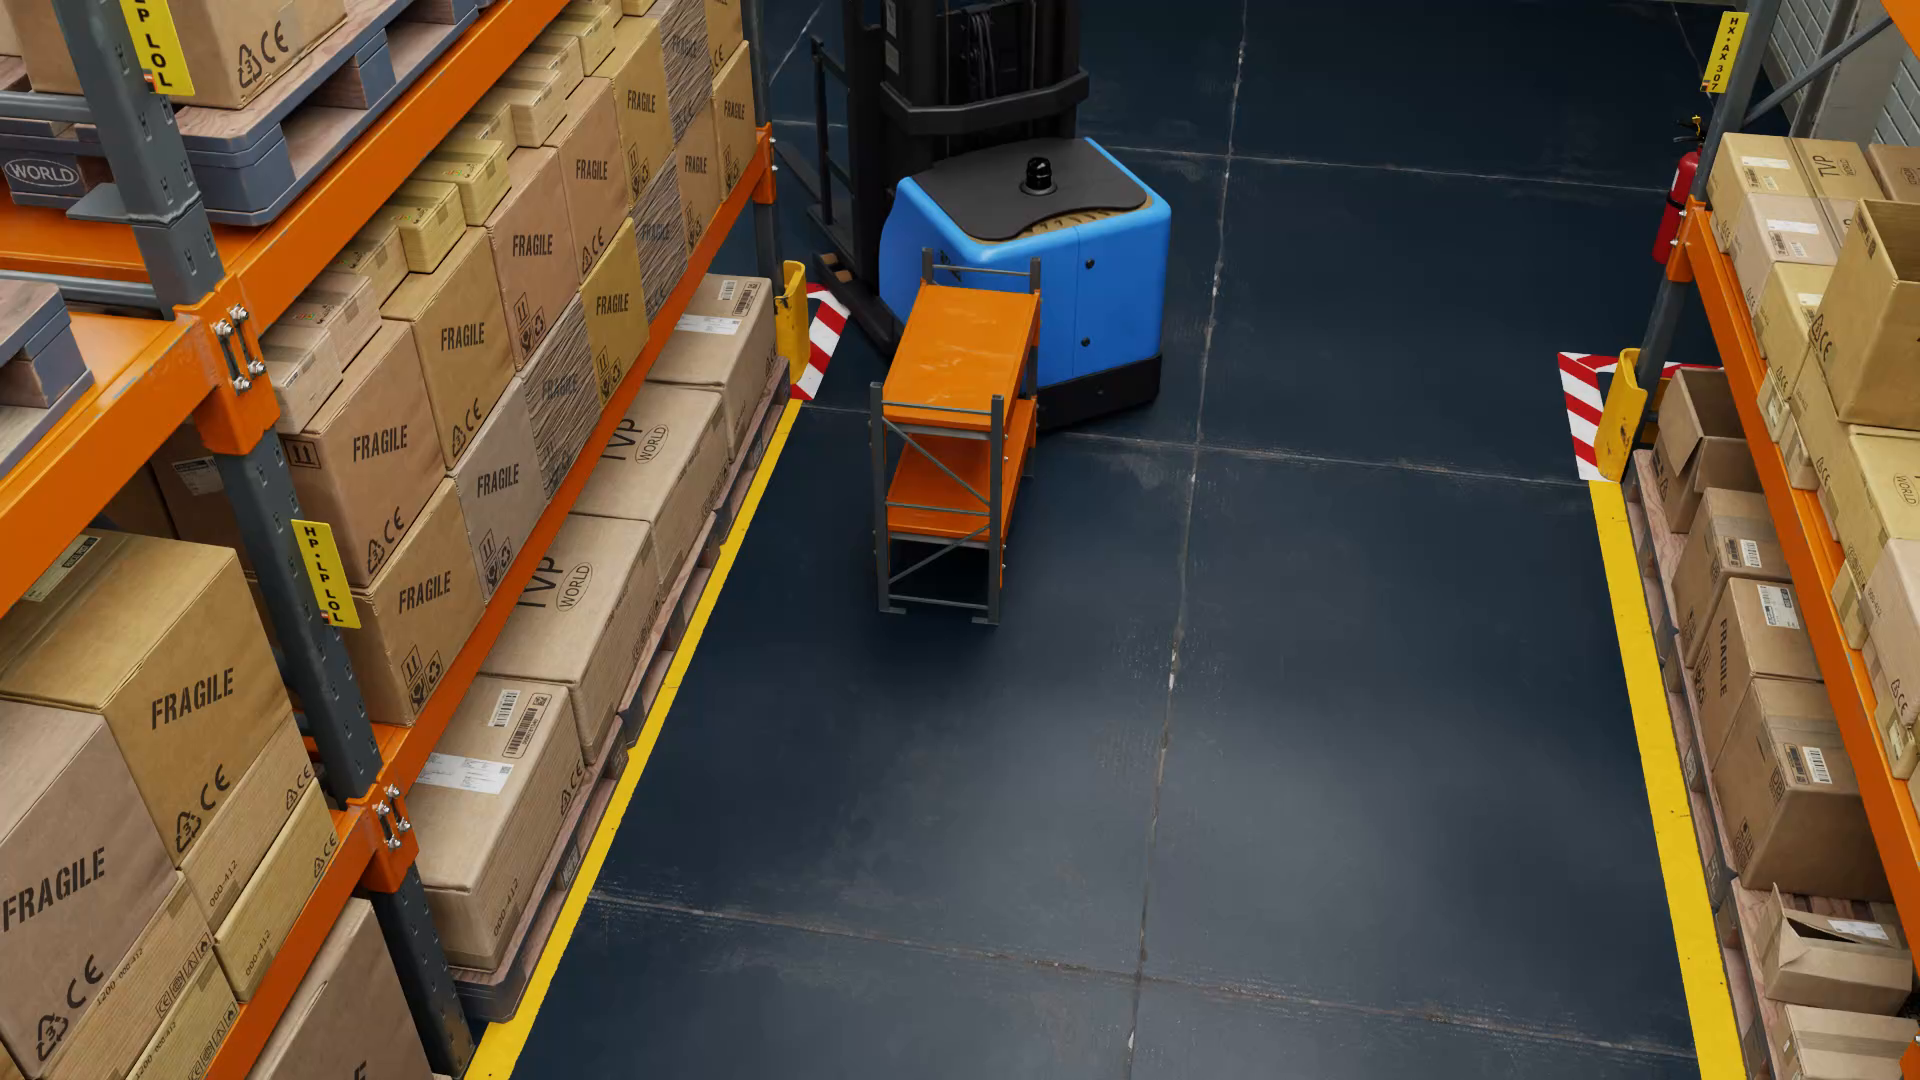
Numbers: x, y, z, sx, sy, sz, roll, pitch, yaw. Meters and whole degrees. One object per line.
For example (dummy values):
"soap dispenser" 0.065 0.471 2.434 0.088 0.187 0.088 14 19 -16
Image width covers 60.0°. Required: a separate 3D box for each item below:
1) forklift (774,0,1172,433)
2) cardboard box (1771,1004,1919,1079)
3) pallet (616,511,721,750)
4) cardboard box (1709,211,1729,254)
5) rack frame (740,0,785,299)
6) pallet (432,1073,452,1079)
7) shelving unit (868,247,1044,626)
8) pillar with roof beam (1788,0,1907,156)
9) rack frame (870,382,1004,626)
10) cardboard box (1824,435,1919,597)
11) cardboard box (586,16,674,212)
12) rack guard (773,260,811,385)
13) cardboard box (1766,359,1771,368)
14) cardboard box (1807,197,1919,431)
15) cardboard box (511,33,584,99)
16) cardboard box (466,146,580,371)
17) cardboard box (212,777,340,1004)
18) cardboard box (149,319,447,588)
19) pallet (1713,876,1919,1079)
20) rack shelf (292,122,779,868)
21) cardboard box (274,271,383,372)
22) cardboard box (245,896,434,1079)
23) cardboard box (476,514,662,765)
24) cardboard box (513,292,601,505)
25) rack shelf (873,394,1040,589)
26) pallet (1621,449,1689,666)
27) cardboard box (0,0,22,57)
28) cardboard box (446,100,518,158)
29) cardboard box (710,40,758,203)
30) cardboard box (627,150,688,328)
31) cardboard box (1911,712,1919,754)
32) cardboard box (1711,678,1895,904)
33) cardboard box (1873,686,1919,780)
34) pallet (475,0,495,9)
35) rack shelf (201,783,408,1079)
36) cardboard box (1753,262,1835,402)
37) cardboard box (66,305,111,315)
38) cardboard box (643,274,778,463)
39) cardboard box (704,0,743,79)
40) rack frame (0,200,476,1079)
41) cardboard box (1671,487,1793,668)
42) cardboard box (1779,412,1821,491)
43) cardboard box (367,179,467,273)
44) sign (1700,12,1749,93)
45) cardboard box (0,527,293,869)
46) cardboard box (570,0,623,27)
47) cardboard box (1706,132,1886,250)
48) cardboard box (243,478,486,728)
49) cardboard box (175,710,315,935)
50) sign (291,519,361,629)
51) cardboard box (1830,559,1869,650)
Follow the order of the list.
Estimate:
"forklift" -0.131 -2.495 7.967 1.130 2.935 3.031 -17 42 -19
"cardboard box" 2.654 1.546 4.934 0.380 0.149 0.250 5 40 6
"pallet" -1.625 0.284 6.741 1.003 0.211 1.213 6 40 8
"cardboard box" 3.212 -1.247 6.601 0.380 0.149 0.250 6 40 7
"rack frame" -1.350 -2.065 7.393 1.000 3.000 0.127 6 40 8
"pallet" -2.102 2.013 4.650 1.003 0.211 1.213 6 40 8
"shelving unit" 0.001 -0.438 6.897 0.538 1.125 1.048 6 40 8
"pillar with roof beam" 0.653 -5.899 7.323 9.100 9.000 0.400 6 40 8
"rack frame" -0.087 -0.119 6.511 0.500 1.125 0.032 6 40 8
"cardboard box" 2.866 -0.040 4.829 0.500 0.250 0.500 6 40 7
"cardboard box" -1.350 -1.518 5.869 0.500 0.500 0.500 6 40 7
"rack guard" -1.346 -1.116 8.208 1.175 0.500 0.348 6 40 8
"cardboard box" 3.058 -0.594 5.812 0.380 0.149 0.250 7 40 8
"cardboard box" 2.936 -0.669 5.001 0.500 0.500 0.500 7 40 9
"cardboard box" -1.446 -1.522 5.364 0.380 0.149 0.250 8 40 9
"cardboard box" -1.528 -0.887 5.106 0.500 0.500 0.500 7 40 9
"cardboard box" -1.872 0.813 4.031 0.500 0.250 0.500 5 40 7
"cardboard box" -1.722 -0.250 4.336 0.500 0.500 0.500 7 40 8
"pallet" 2.967 1.635 5.107 1.003 0.211 1.213 6 40 8
"rack shelf" -1.697 -0.532 6.104 1.077 0.370 4.000 6 40 8
"cardboard box" -1.704 -0.560 4.201 0.380 0.149 0.250 7 40 8
"cardboard box" -2.071 1.501 4.419 0.875 0.875 0.875 8 40 9
"cardboard box" -1.674 0.327 6.181 0.875 0.438 0.875 5 40 6
"cardboard box" -1.520 -0.485 5.404 0.500 0.500 0.500 7 40 8
"rack shelf" 0.001 -0.249 7.053 0.538 0.278 1.000 6 40 8
"pallet" 3.389 0.103 6.960 1.003 0.211 1.213 6 40 8
"cardboard box" -2.247 -1.295 3.806 0.396 0.266 0.258 8 40 9
"cardboard box" -1.561 -1.205 4.981 0.380 0.149 0.250 6 40 8
"cardboard box" -1.173 -1.771 6.960 0.500 0.500 0.500 7 40 8
"cardboard box" -1.354 -1.134 6.189 0.500 0.500 0.500 7 40 9
"cardboard box" 2.695 0.587 4.070 0.500 0.250 0.500 7 40 9
"cardboard box" 2.974 0.839 5.513 0.700 0.500 0.500 5 40 6
"cardboard box" 2.698 0.528 4.454 0.380 0.149 0.250 7 40 9
"pallet" -1.677 -1.952 4.972 1.003 0.211 1.213 6 40 8
"rack shelf" -2.389 1.978 3.068 1.077 0.370 4.000 6 40 8
"cardboard box" 3.024 -0.687 5.611 0.500 0.250 0.500 6 40 7
"cardboard box" -2.303 -0.457 4.076 0.380 0.149 0.250 6 40 7
"cardboard box" -1.366 -0.814 7.561 0.875 0.438 0.875 5 40 6
"cardboard box" -1.199 -2.160 6.645 0.500 0.500 0.500 8 40 9
"rack frame" -2.043 0.446 4.357 1.000 3.000 0.127 6 40 8
"cardboard box" 3.154 0.187 6.301 0.700 0.500 0.500 8 40 9
"cardboard box" 2.915 -0.276 5.427 0.380 0.149 0.250 7 40 9
"cardboard box" -1.598 -0.875 4.582 0.380 0.149 0.250 6 40 7
"sign" 3.005 -1.913 6.530 0.100 0.325 0.005 6 40 8
"cardboard box" -1.873 0.330 3.634 0.500 0.500 0.500 8 40 9
"cardboard box" -1.396 -1.848 5.759 0.380 0.149 0.250 6 40 7
"cardboard box" 3.195 -1.321 6.378 0.500 0.250 0.500 7 40 8
"cardboard box" -1.704 0.142 4.646 0.500 0.500 0.500 8 40 9
"cardboard box" -1.879 0.614 3.878 0.500 0.250 0.500 6 40 8
"sign" -1.506 0.084 3.948 0.100 0.325 0.005 6 40 8
"cardboard box" 2.787 0.203 4.848 0.380 0.149 0.250 6 40 7
